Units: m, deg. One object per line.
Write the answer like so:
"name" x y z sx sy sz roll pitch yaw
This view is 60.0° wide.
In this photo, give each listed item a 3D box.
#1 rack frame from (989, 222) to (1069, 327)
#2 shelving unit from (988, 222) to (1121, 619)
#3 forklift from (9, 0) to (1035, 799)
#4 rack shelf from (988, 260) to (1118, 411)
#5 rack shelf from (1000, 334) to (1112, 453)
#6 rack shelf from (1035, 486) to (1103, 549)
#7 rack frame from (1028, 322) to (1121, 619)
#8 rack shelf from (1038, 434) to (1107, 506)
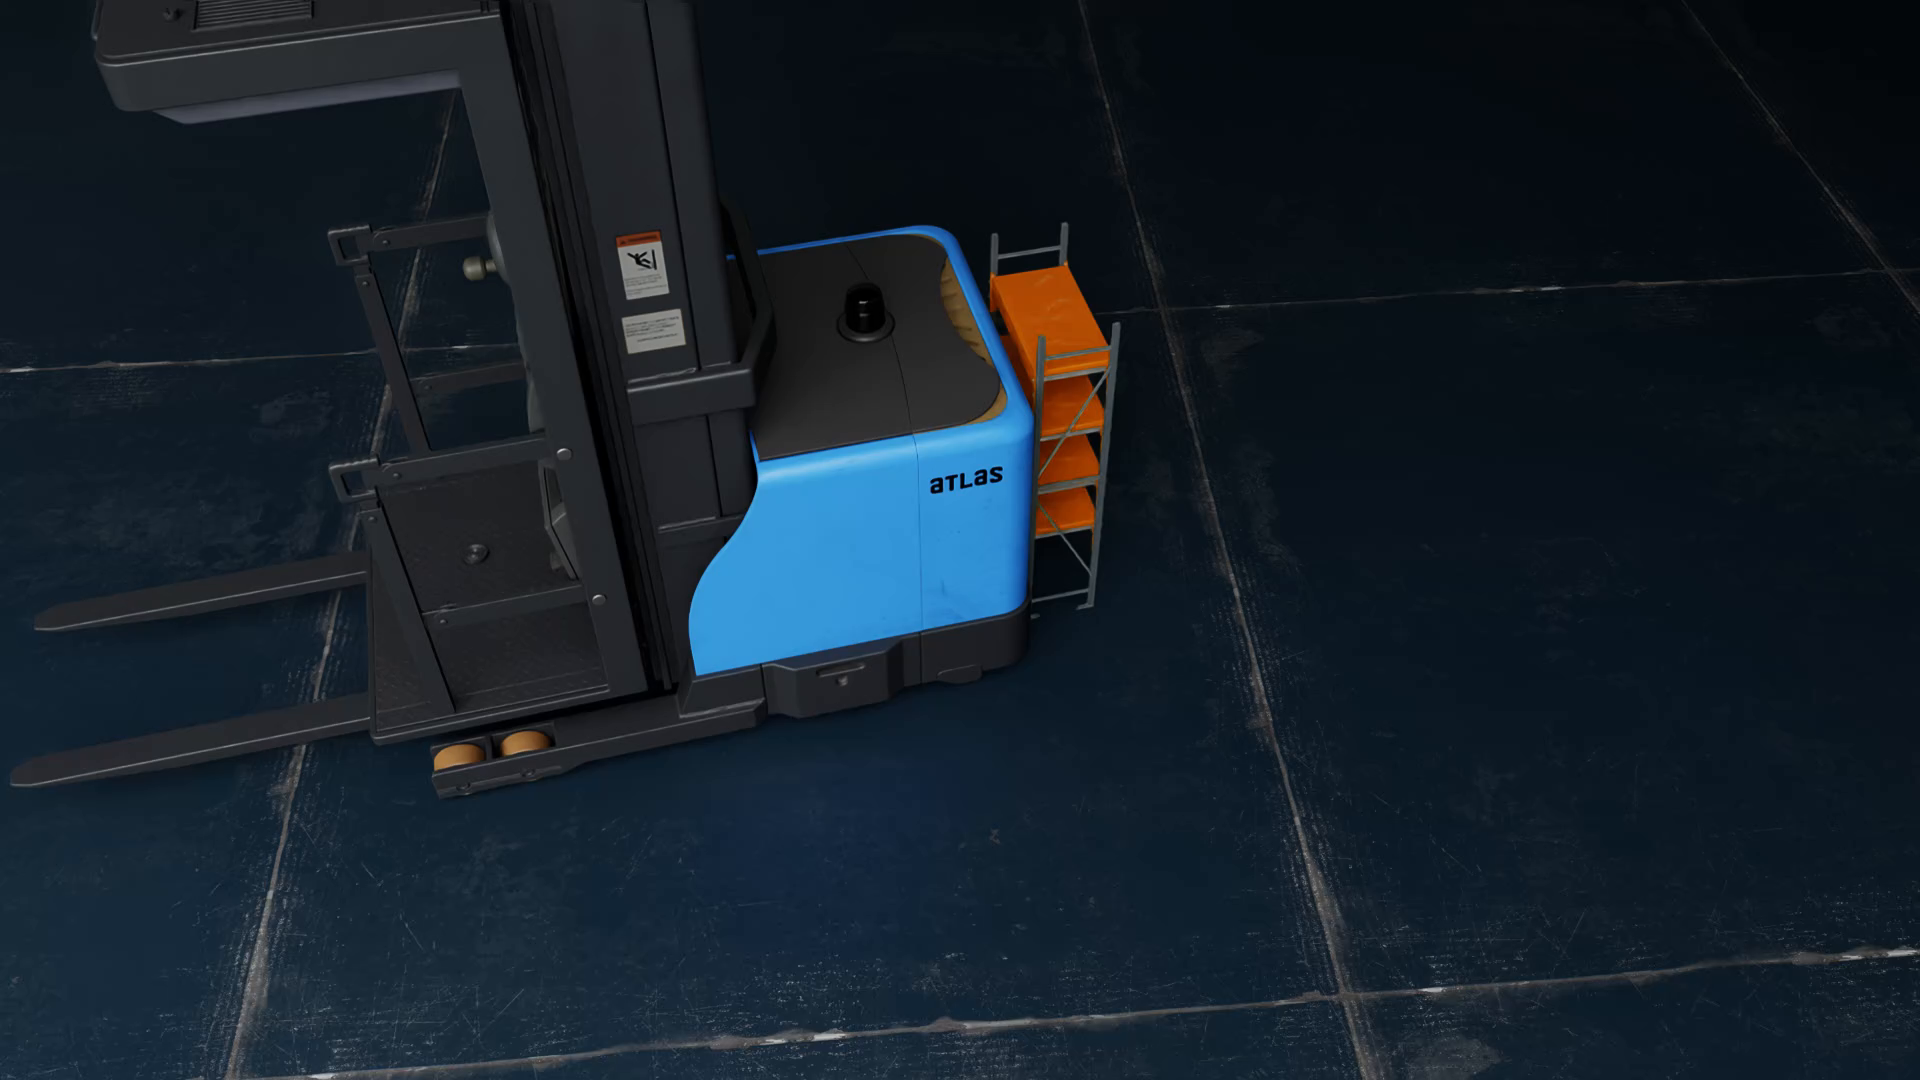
"rack frame" 0.206 -0.517 5.412 0.240 1.200 0.015 -11 47 -10
"shelving unit" 0.269 -0.345 5.250 0.258 1.200 0.503 -11 47 -10
"forklift" -1.352 -0.664 4.360 3.031 2.935 1.130 -11 48 -10
"rack shelf" 0.271 -0.616 4.965 0.258 0.148 0.480 -11 47 -10
"rack shelf" 0.270 -0.453 5.136 0.258 0.148 0.480 -11 47 -10
"rack shelf" 0.267 -0.162 5.442 0.258 0.148 0.480 -11 47 -10
"rack frame" 0.331 -0.174 5.087 0.240 1.200 0.015 -11 47 -10
"rack shelf" 0.268 -0.299 5.298 0.258 0.148 0.480 -11 47 -10
